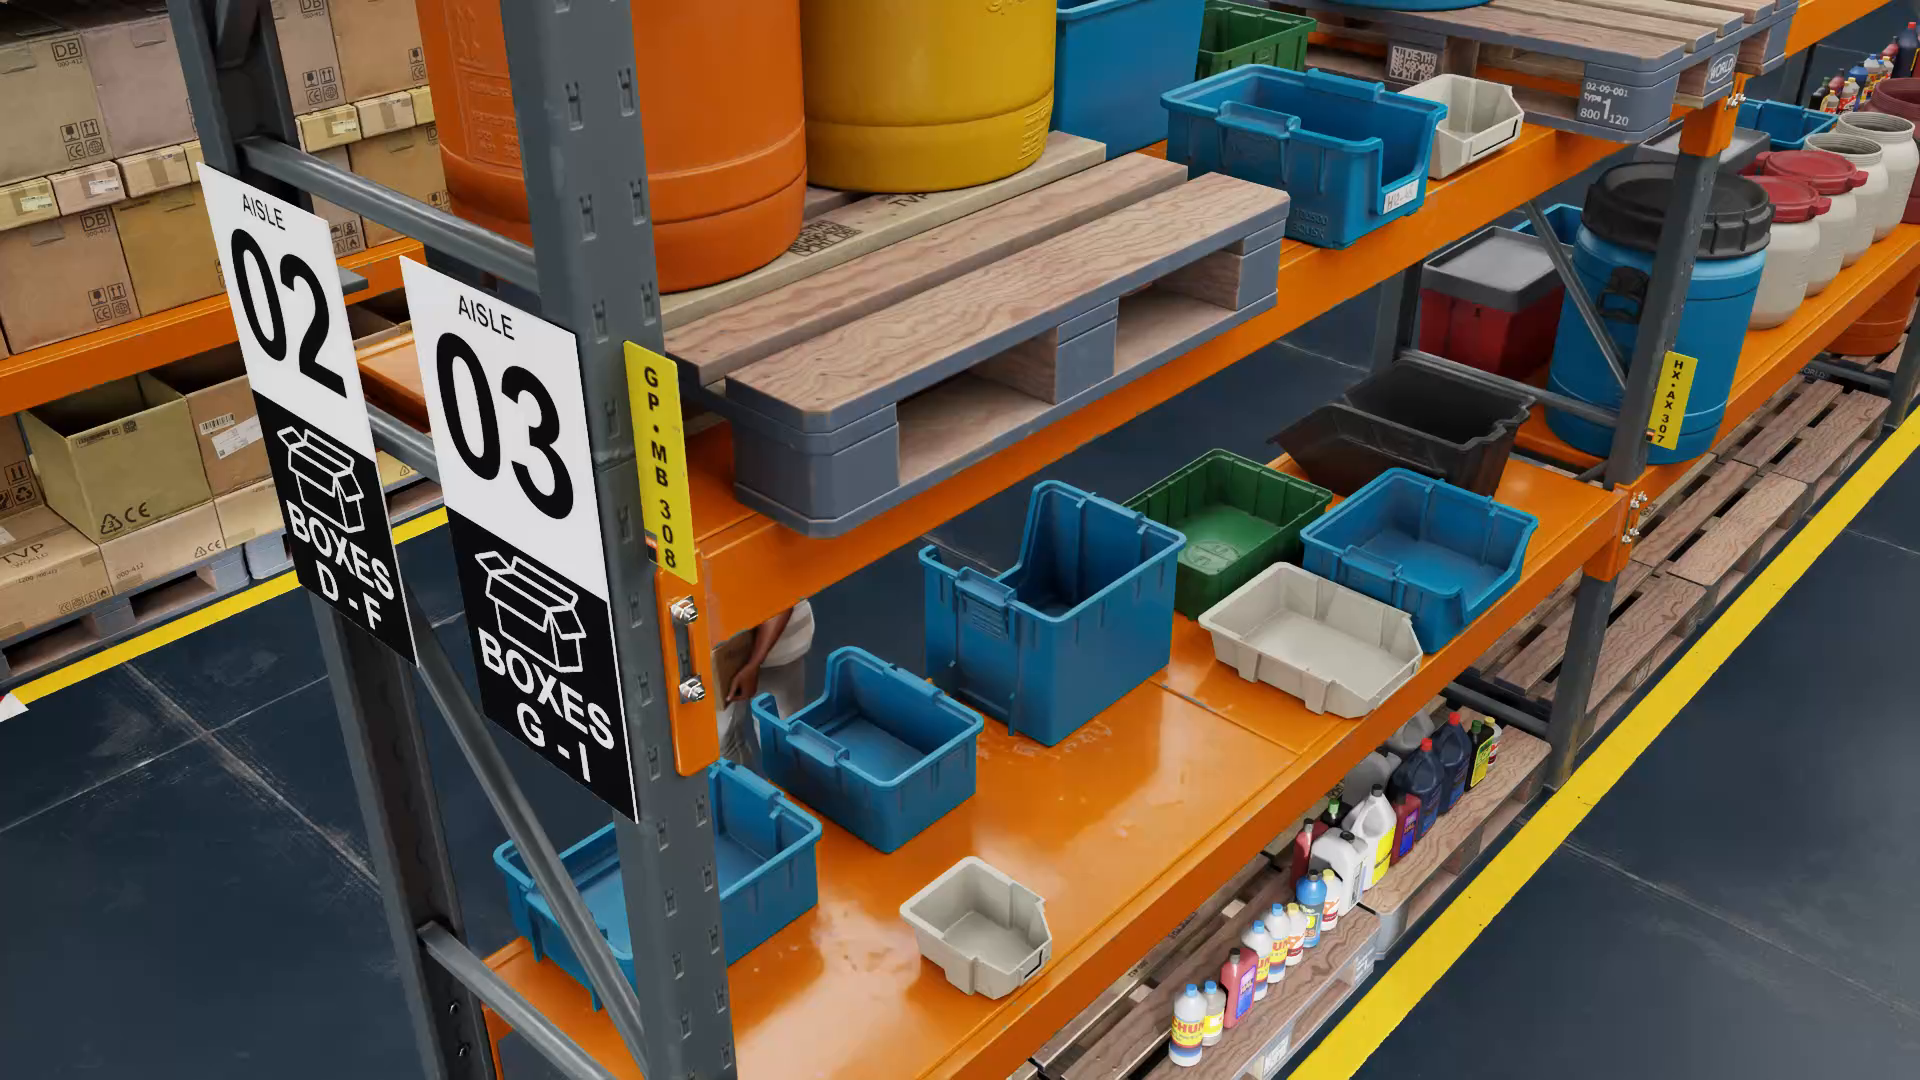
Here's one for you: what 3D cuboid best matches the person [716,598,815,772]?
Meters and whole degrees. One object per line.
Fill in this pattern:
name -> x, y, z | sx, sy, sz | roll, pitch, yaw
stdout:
person -> -0.721, 0.390, 5.470 | 0.502, 1.761, 0.577 | 13, 33, 20
